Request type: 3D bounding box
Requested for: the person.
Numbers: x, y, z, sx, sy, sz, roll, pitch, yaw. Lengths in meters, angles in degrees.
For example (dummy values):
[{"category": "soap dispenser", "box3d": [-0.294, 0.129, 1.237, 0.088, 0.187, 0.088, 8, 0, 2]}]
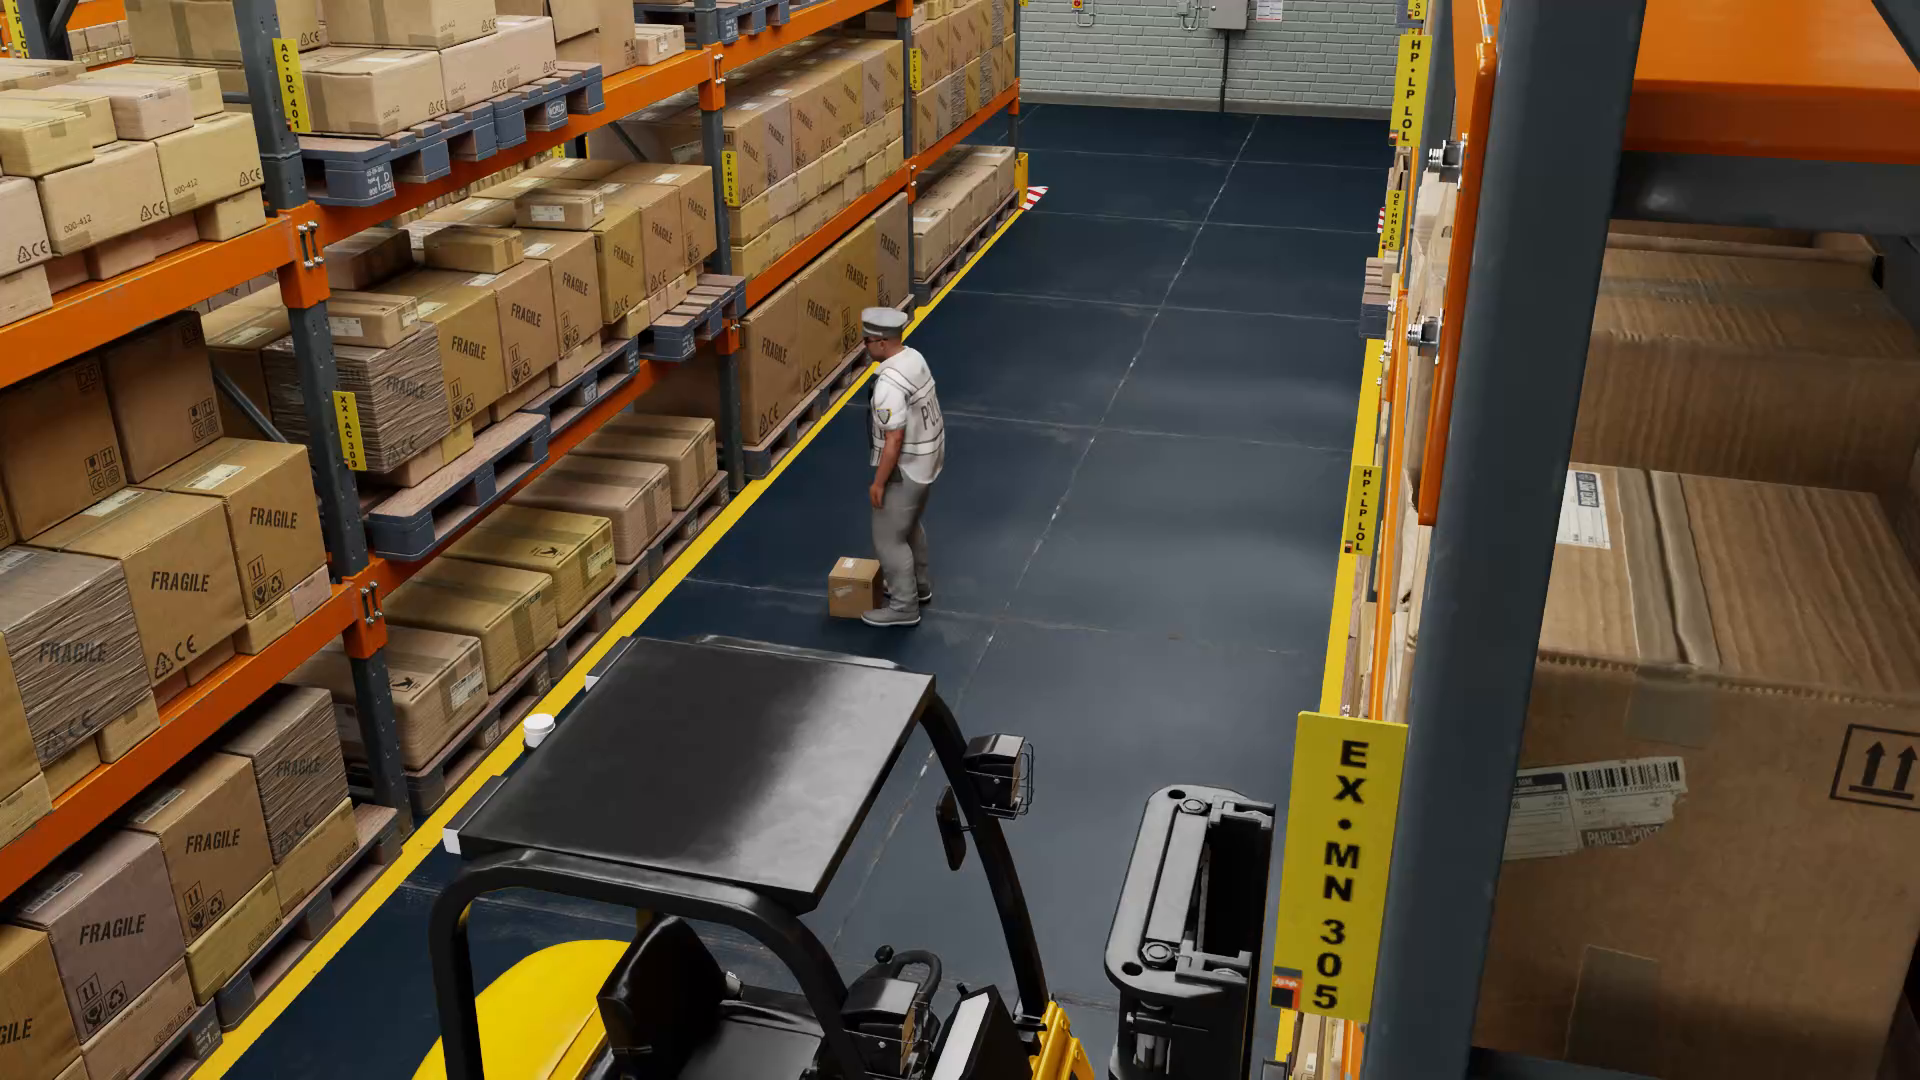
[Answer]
[{"category": "person", "box3d": [-0.311, -0.388, 8.924, 0.436, 1.748, 0.586, 6, 26, 13]}]
